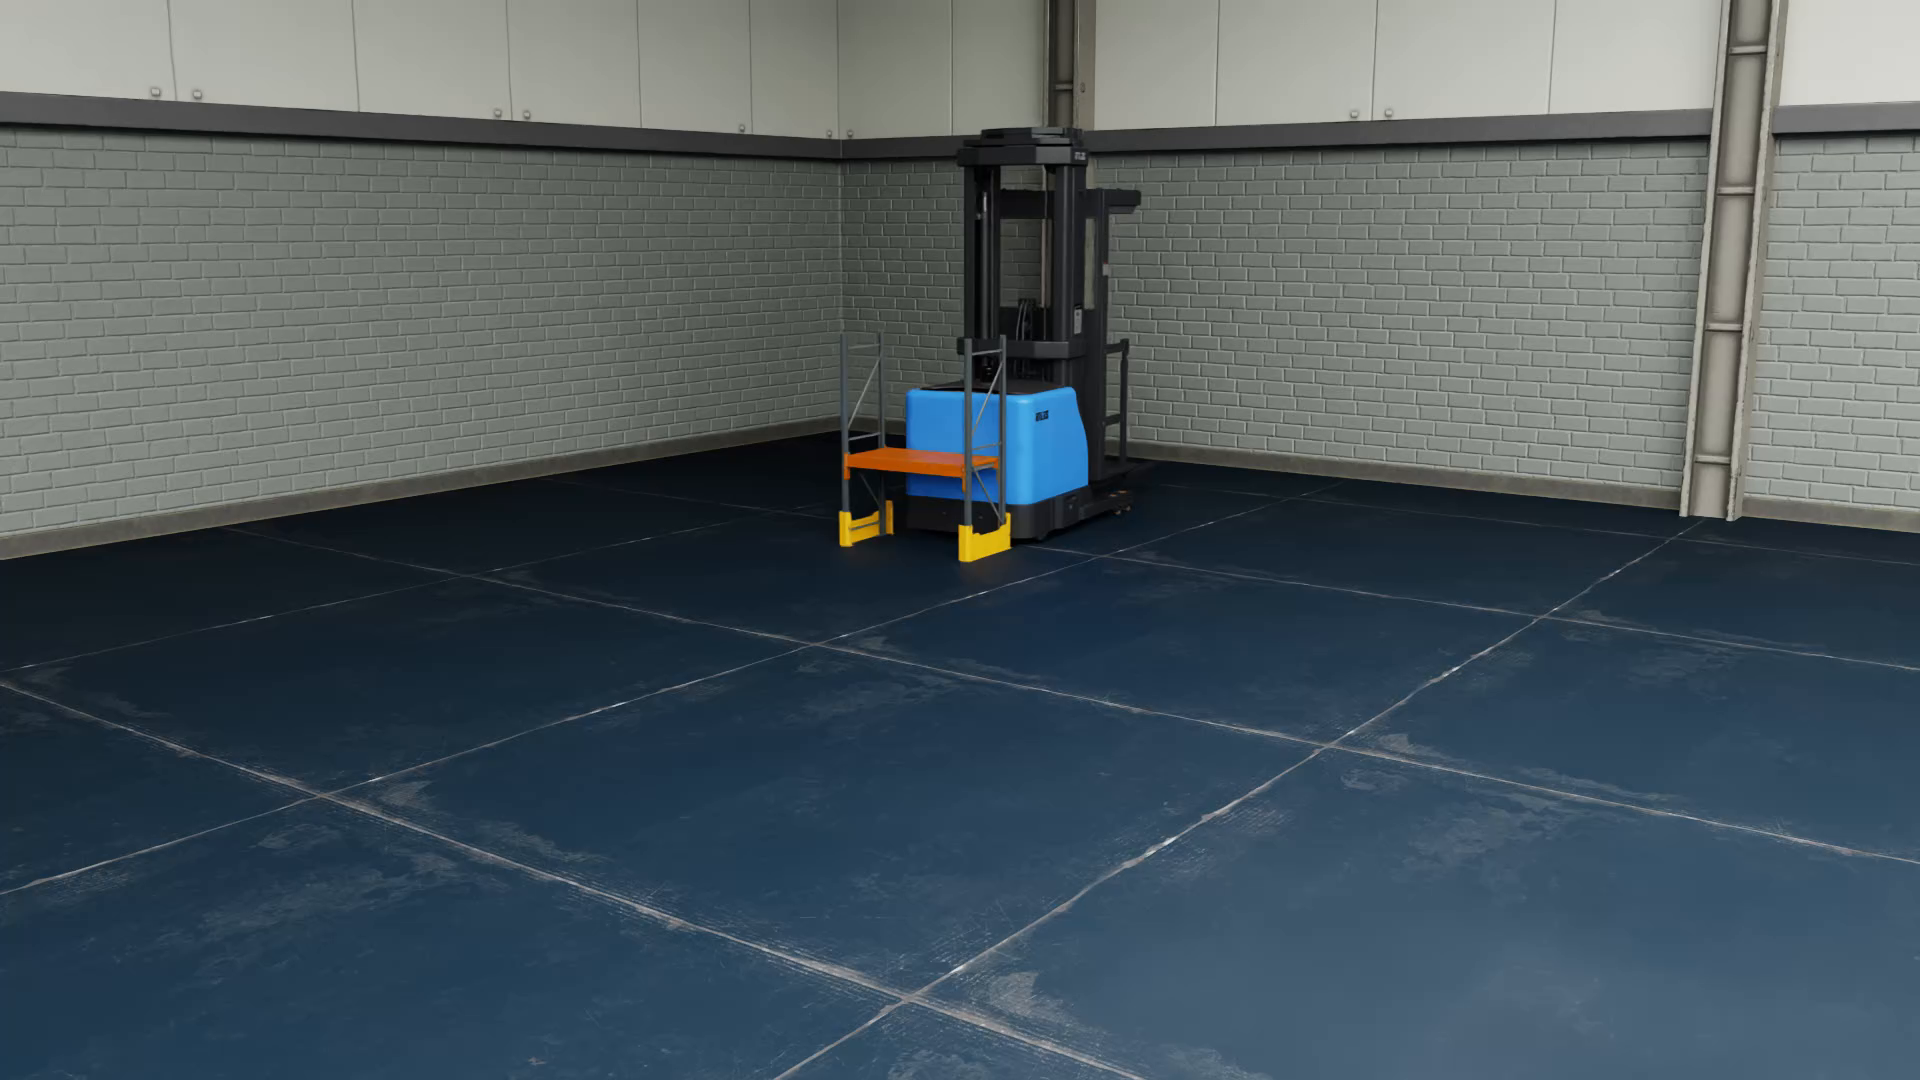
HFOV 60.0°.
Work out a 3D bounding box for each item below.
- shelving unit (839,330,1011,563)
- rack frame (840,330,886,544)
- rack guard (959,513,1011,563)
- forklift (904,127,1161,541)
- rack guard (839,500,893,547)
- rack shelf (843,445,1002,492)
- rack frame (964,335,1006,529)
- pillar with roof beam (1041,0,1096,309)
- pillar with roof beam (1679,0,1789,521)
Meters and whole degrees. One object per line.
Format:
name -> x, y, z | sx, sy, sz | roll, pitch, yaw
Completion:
shelving unit -> -0.250, -0.683, 11.614 | 1.083, 1.500, 0.587 | 7, 13, 31
rack frame -> -0.689, -0.735, 11.882 | 0.032, 1.500, 0.500 | 7, 13, 31
rack guard -> 0.173, -0.020, 11.474 | 0.087, 0.250, 0.587 | 7, 13, 31
forklift -> 0.726, -1.670, 12.944 | 1.130, 2.935, 3.031 | 6, 12, 27
rack guard -> -0.673, -0.120, 11.991 | 0.087, 0.250, 0.587 | 7, 13, 31
rack shelf -> -0.258, -0.508, 11.652 | 1.000, 0.185, 0.538 | 7, 13, 31
rack frame -> 0.174, -0.633, 11.354 | 0.032, 1.500, 0.500 | 7, 13, 31
pillar with roof beam -> -1.510, -4.624, 12.240 | 0.400, 9.000, 9.100 | 8, 13, 36
pillar with roof beam -> 3.326, -3.950, 8.753 | 0.400, 9.000, 9.100 | 8, 13, 36
